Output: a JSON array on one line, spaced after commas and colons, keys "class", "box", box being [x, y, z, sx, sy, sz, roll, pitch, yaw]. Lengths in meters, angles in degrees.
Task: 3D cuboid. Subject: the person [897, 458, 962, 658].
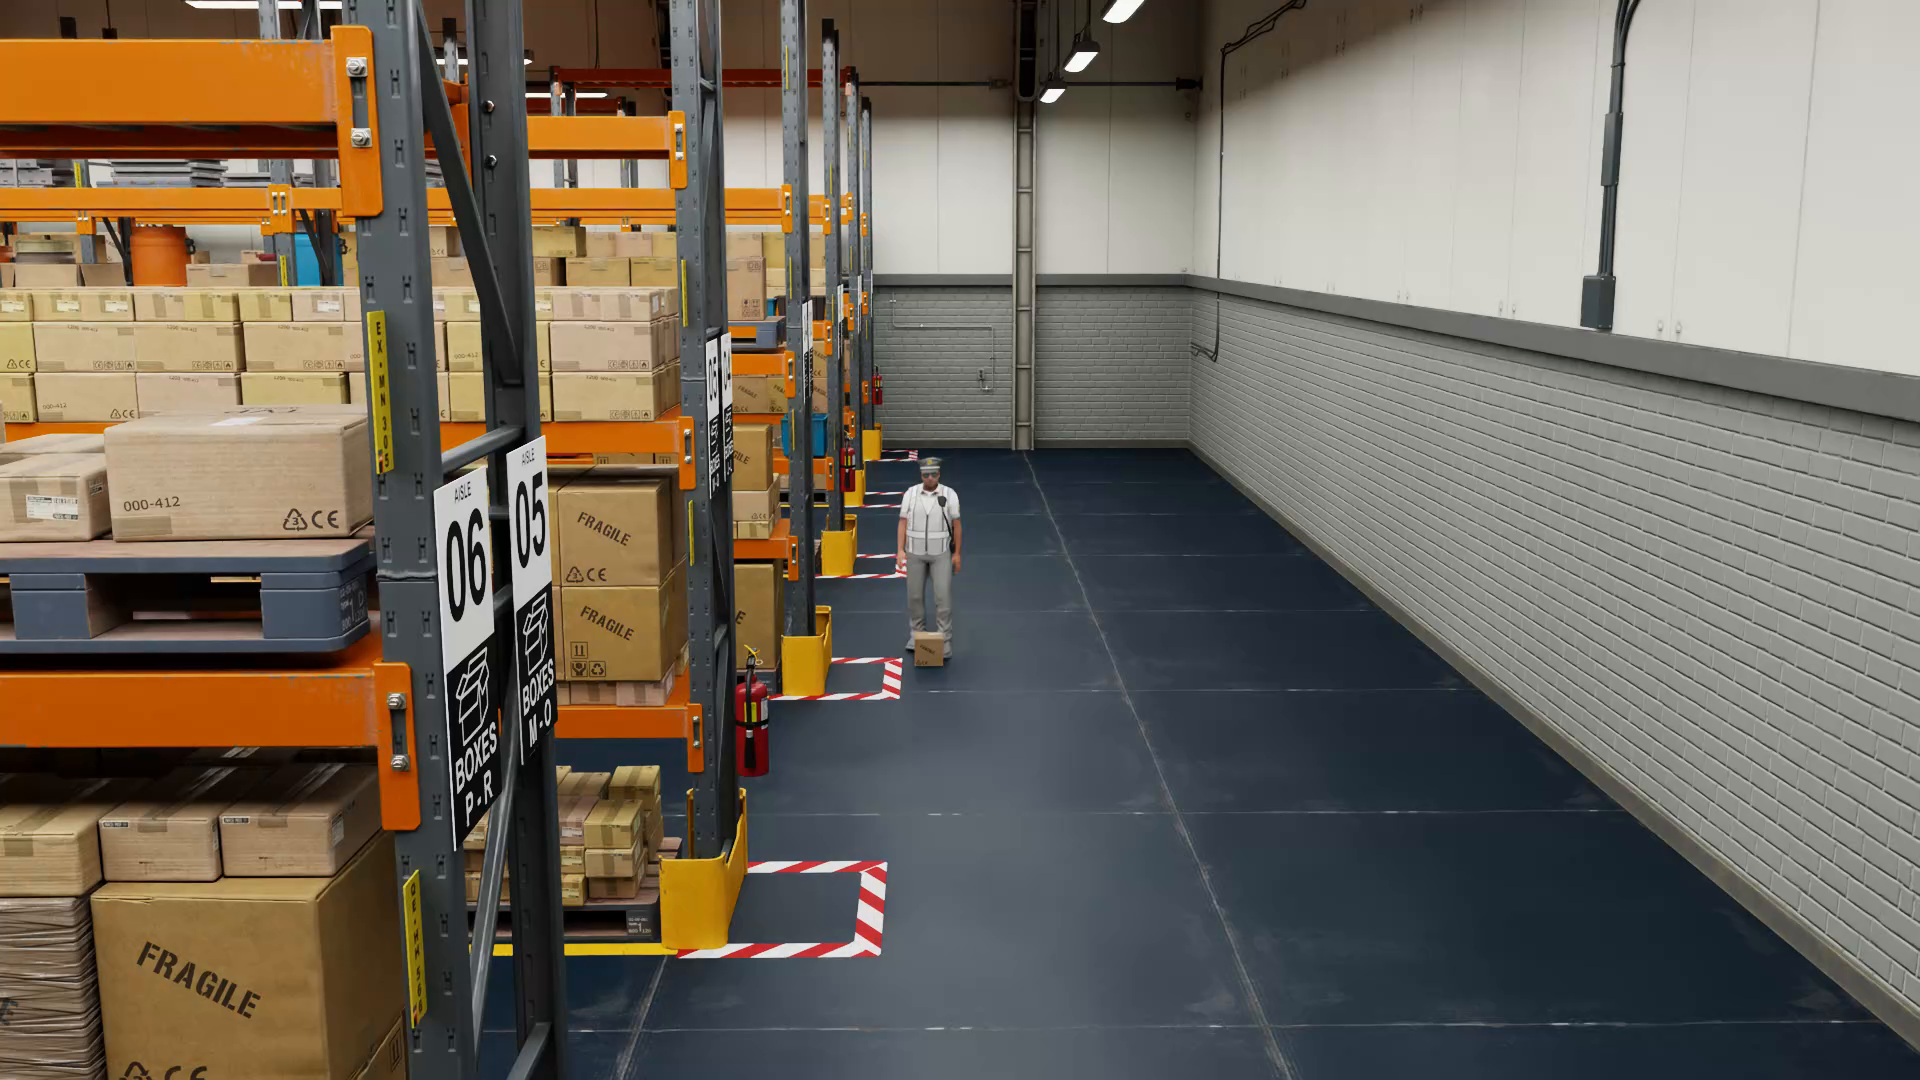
[{"class": "person", "box": [-0.281, 0.144, 15.061, 0.575, 1.776, 0.505, 1, 10, 5]}]
